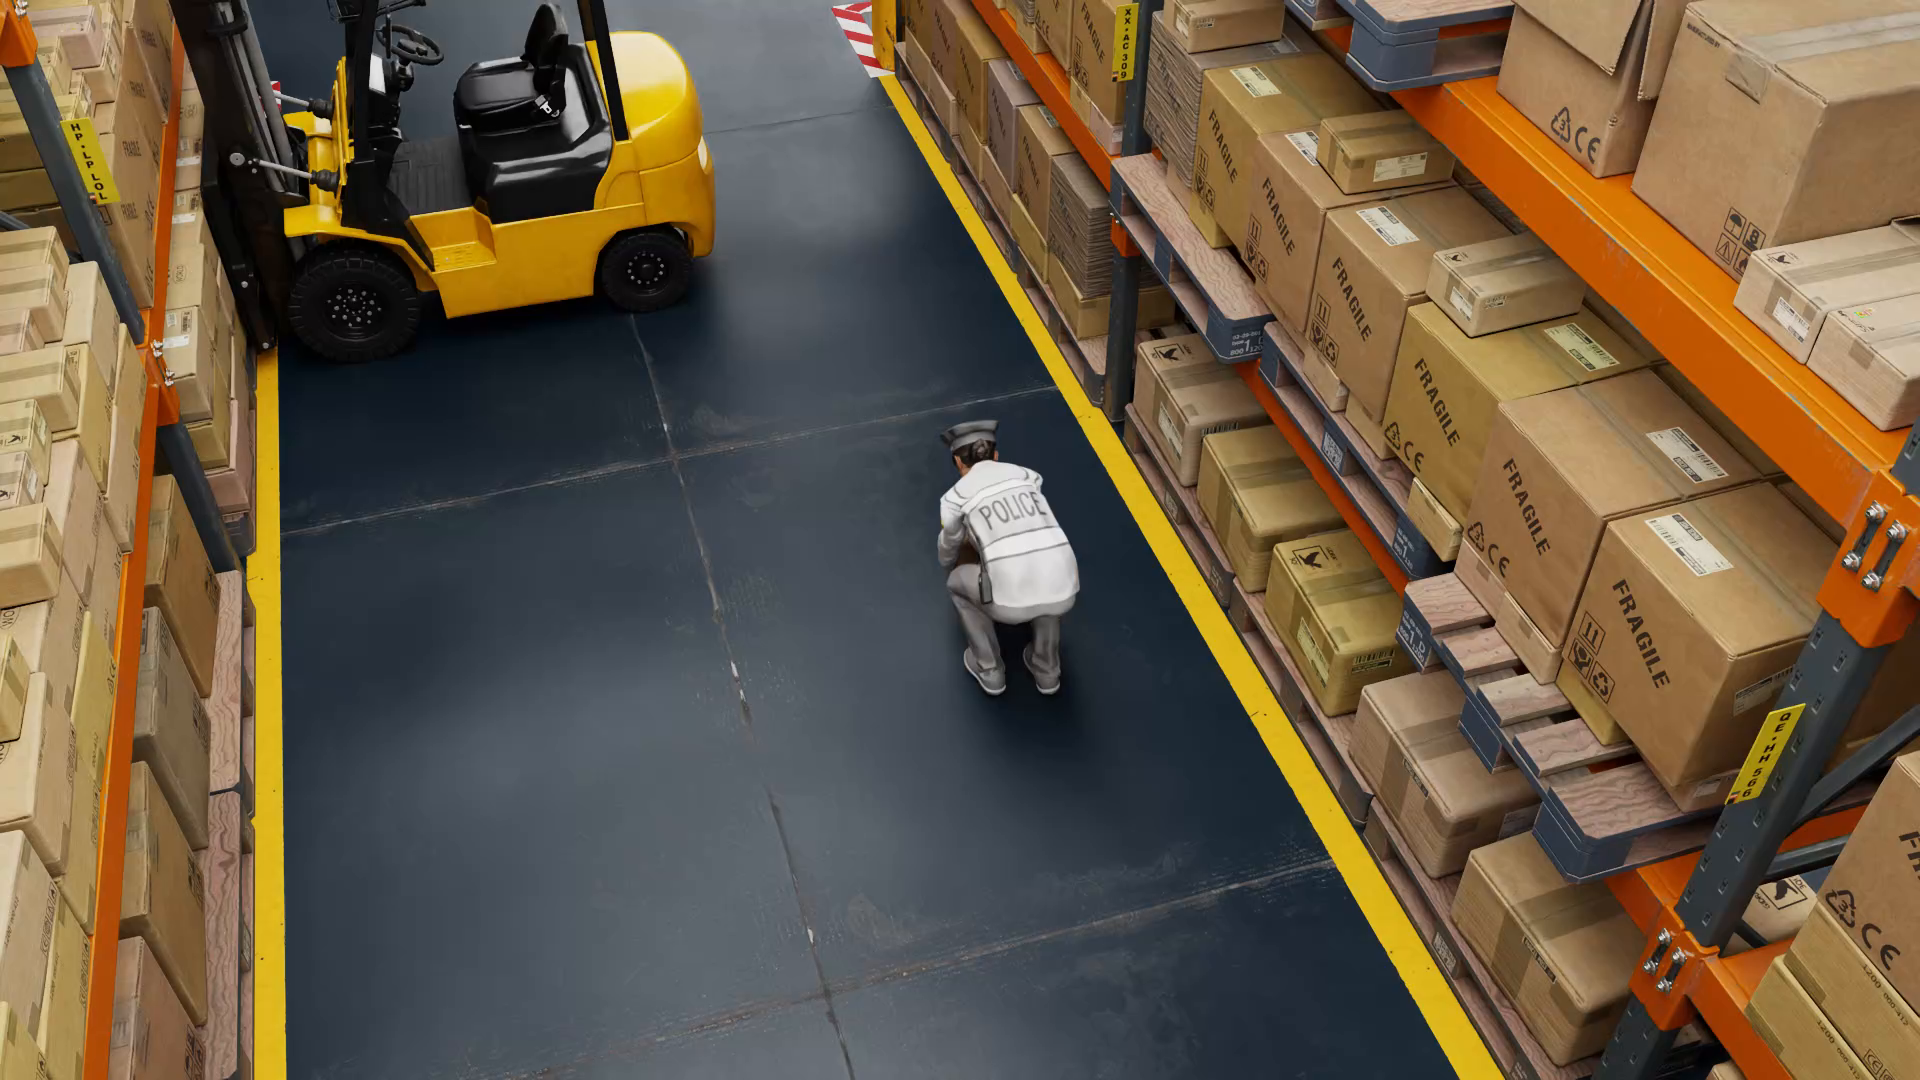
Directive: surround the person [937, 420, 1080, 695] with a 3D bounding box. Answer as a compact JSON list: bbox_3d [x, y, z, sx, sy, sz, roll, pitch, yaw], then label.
[{"bbox_3d":[0.169,0.094,6.566,0.456,0.982,0.914,-12,44,-13],"label":"person"}]
